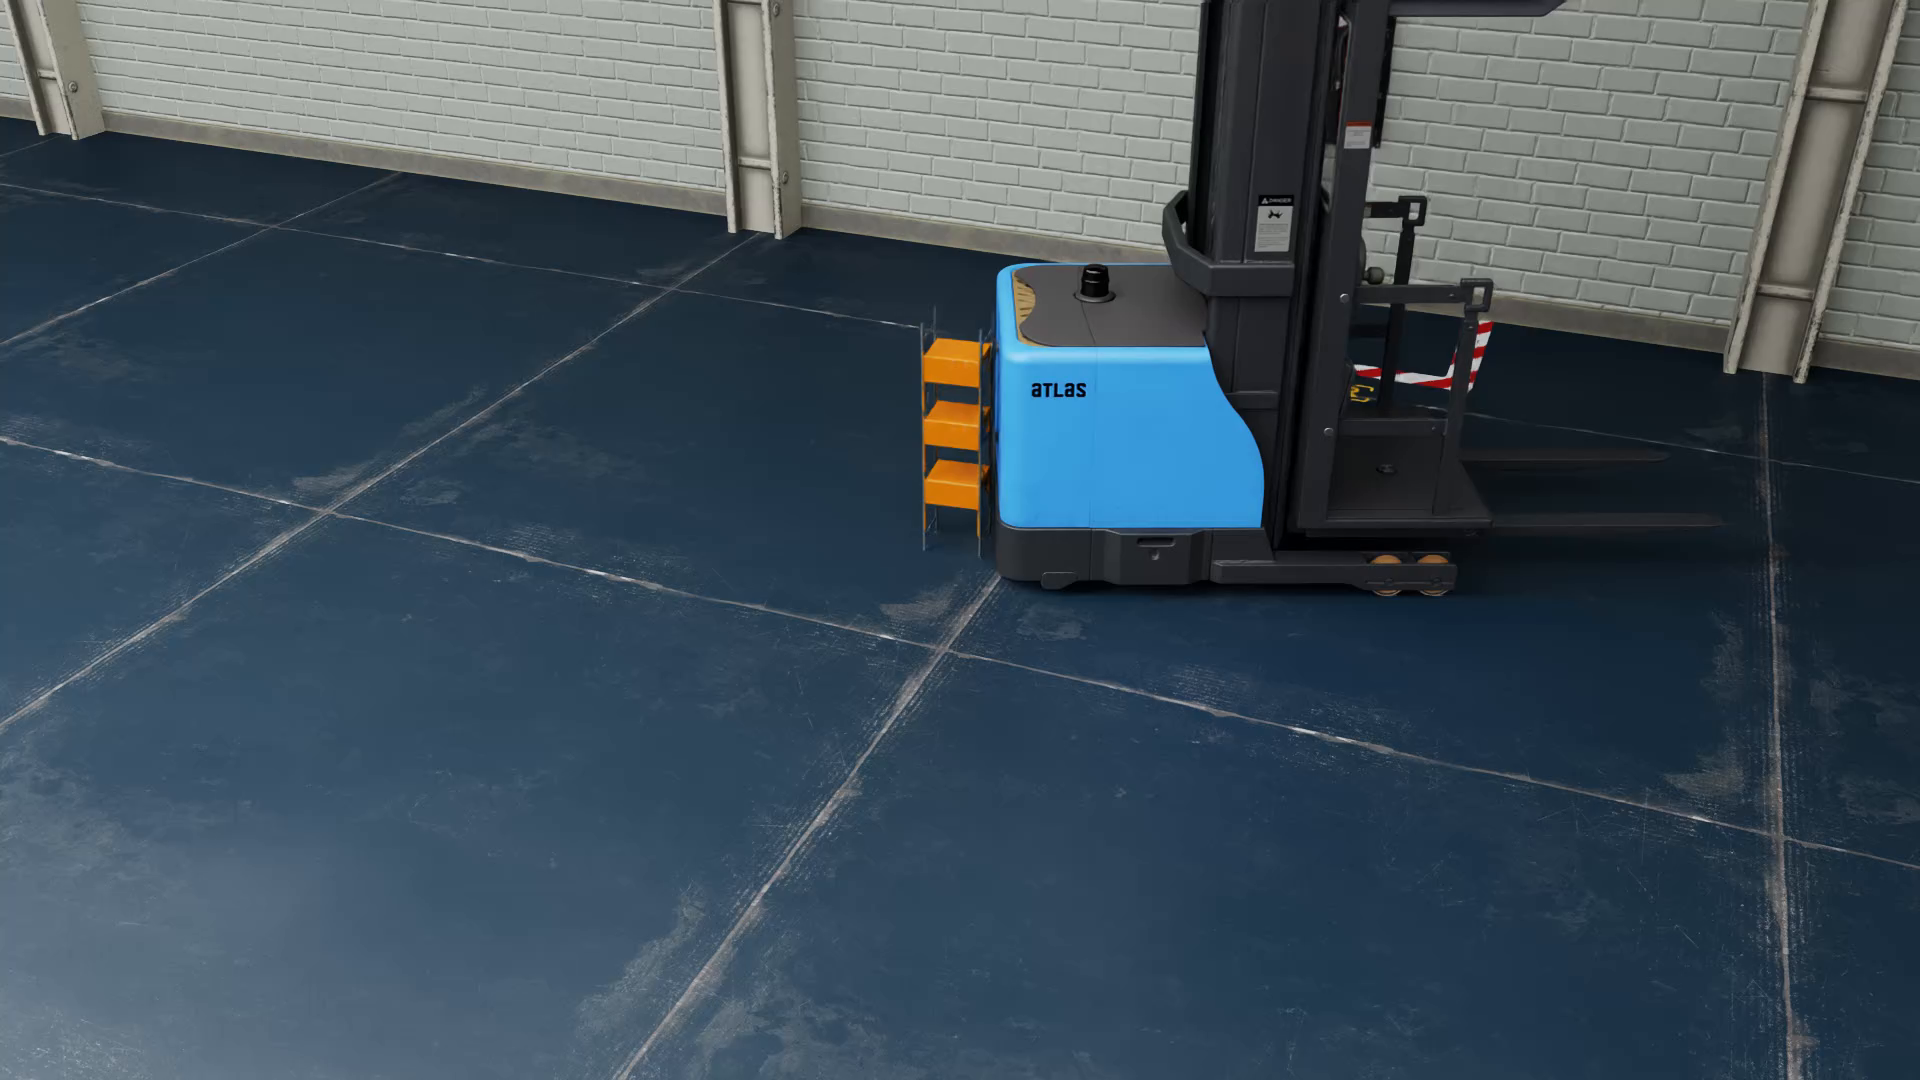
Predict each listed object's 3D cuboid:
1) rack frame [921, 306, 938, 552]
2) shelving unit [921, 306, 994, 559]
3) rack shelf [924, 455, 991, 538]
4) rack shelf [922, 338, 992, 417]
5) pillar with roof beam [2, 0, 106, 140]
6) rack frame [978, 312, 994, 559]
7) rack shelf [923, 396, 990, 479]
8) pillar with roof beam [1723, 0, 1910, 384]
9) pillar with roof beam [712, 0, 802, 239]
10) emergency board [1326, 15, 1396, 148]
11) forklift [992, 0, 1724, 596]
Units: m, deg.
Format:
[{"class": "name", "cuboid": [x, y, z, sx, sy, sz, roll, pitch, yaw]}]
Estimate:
[{"class": "rack frame", "cuboid": [-0.127, -0.455, 6.988, 0.008, 1.050, 0.200, 8, 30, 13]}, {"class": "shelving unit", "cuboid": [-0.009, -0.439, 6.959, 0.252, 1.050, 0.215, 8, 30, 13]}, {"class": "rack shelf", "cuboid": [-0.009, -0.188, 7.101, 0.240, 0.259, 0.215, 8, 30, 13]}, {"class": "rack shelf", "cuboid": [-0.009, -0.677, 6.825, 0.240, 0.259, 0.215, 8, 30, 13]}, {"class": "pillar with roof beam", "cuboid": [-8.443, -5.098, 7.125, 0.400, 9.000, 9.100, 11, 31, 19]}, {"class": "rack frame", "cuboid": [0.108, -0.423, 6.931, 0.008, 1.050, 0.200, 8, 30, 13]}, {"class": "rack shelf", "cuboid": [-0.009, -0.430, 6.965, 0.240, 0.259, 0.215, 8, 30, 13]}, {"class": "pillar with roof beam", "cuboid": [2.676, -2.878, 3.197, 0.400, 9.000, 9.100, 11, 31, 19]}, {"class": "pillar with roof beam", "cuboid": [-2.884, -3.988, 5.161, 0.400, 9.000, 9.100, 11, 31, 19]}, {"class": "emergency board", "cuboid": [2.019, -2.704, 8.985, 0.643, 1.169, 0.194, 11, 31, 19]}, {"class": "forklift", "cuboid": [1.663, -1.307, 6.584, 3.031, 2.935, 1.130, 0, 29, 0]}]
